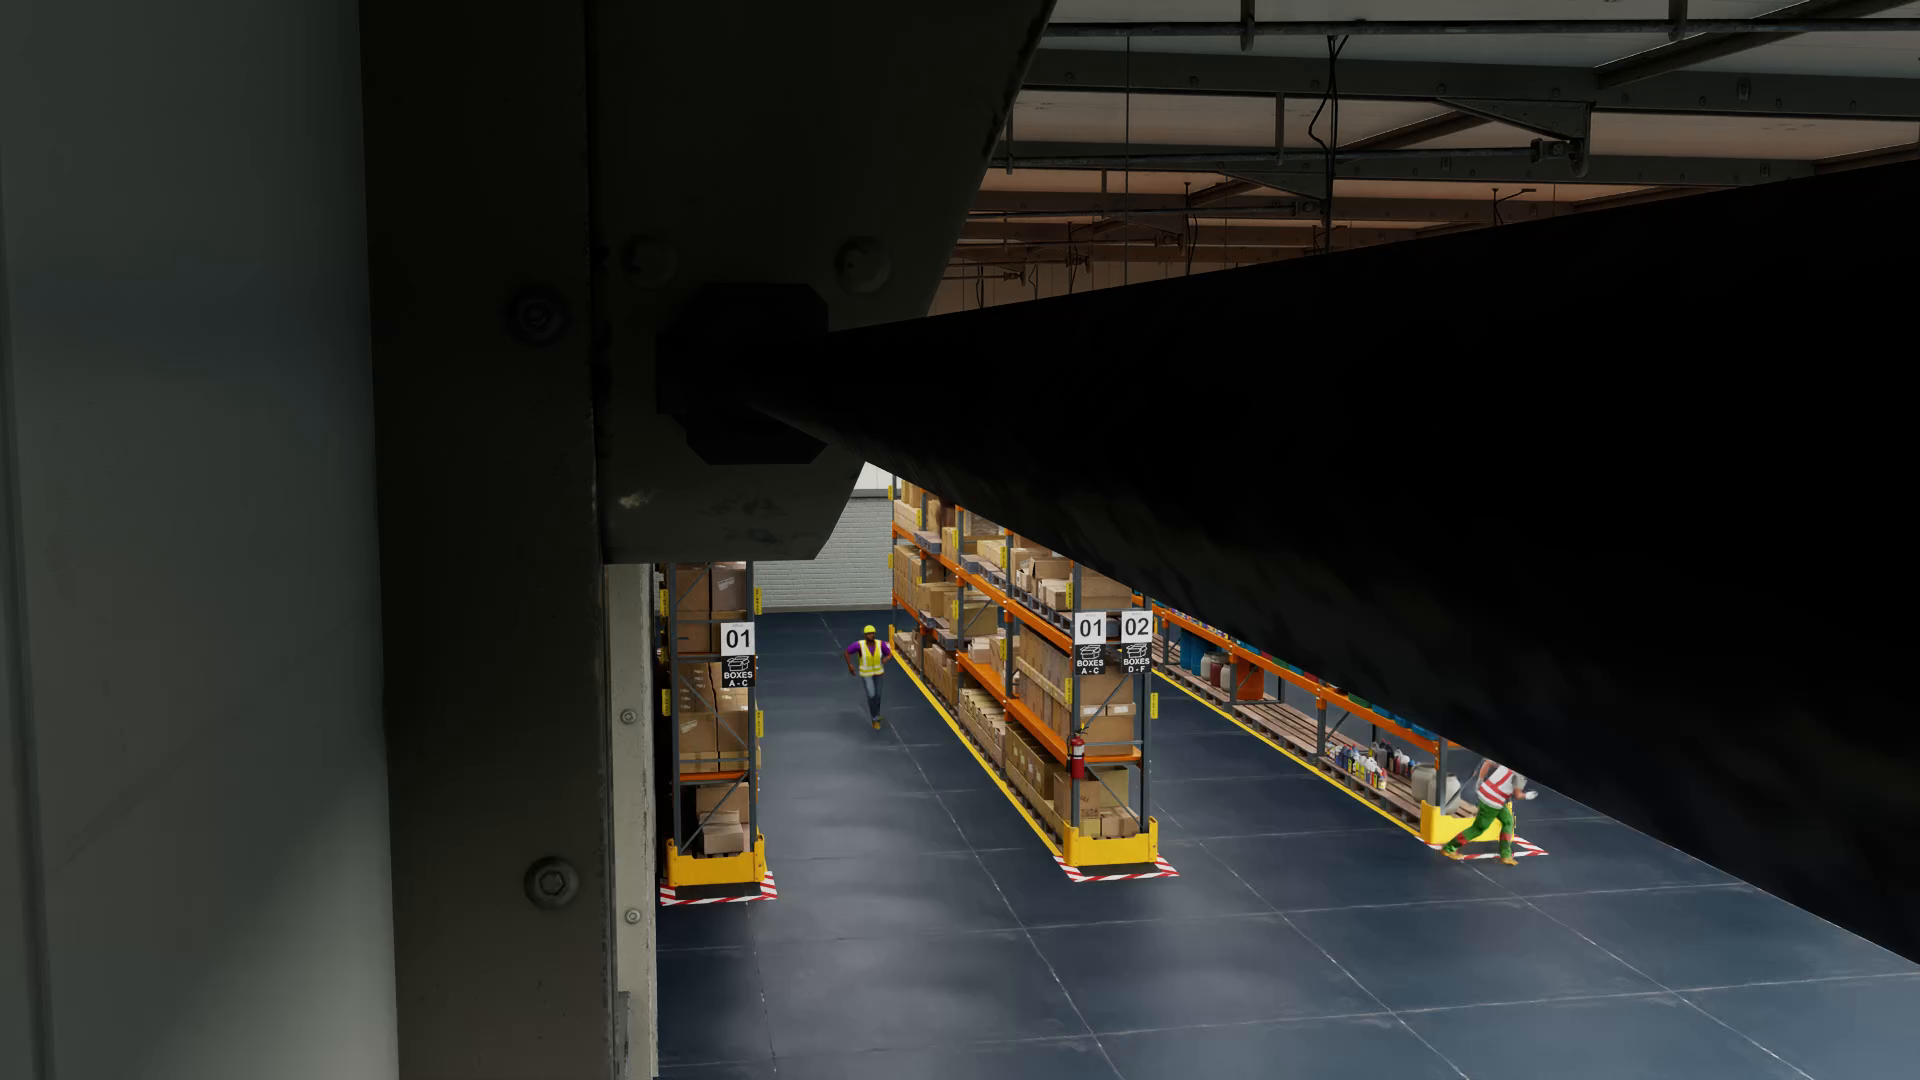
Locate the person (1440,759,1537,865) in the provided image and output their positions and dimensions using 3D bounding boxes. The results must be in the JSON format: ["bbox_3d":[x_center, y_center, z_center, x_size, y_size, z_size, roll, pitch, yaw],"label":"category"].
[{"bbox_3d":[6.647,3.335,20.790,1.199,1.546,0.676,0,6,-1],"label":"person"}]

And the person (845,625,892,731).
[{"bbox_3d":[-1.556,2.366,28.734,0.806,1.825,0.722,-2,7,-20],"label":"person"}]
